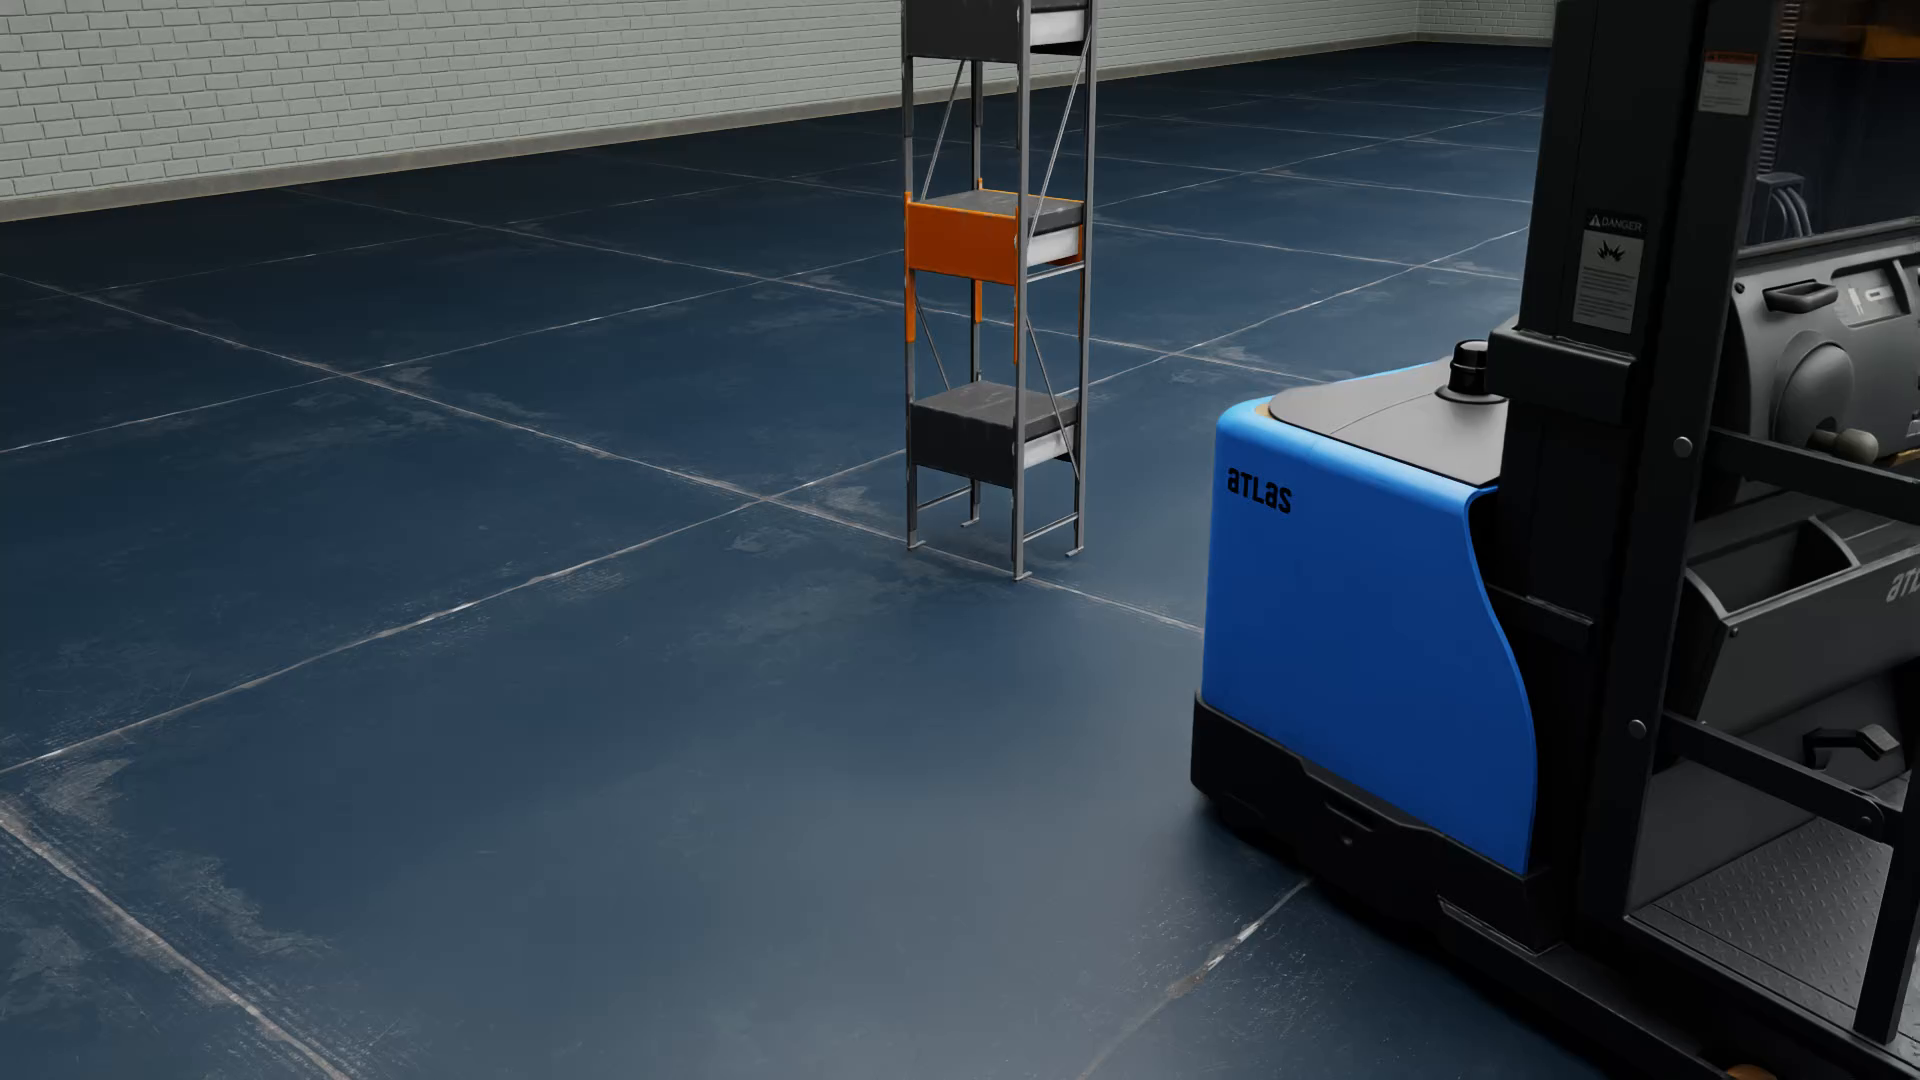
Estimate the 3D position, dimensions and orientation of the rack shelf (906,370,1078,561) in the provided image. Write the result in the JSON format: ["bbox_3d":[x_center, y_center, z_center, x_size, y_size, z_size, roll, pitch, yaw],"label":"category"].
[{"bbox_3d":[0.128,-0.278,5.952,0.480,0.518,0.431,16,26,36],"label":"rack shelf"}]

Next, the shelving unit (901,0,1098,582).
[{"bbox_3d":[0.128,-0.946,5.700,0.503,2.100,0.431,16,26,36],"label":"shelving unit"}]

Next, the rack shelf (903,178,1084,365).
[{"bbox_3d":[0.128,-0.933,5.705,0.480,0.518,0.431,16,26,36],"label":"rack shelf"}]

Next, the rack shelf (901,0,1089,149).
[{"bbox_3d":[0.128,-1.588,5.458,0.480,0.518,0.431,16,26,36],"label":"rack shelf"}]

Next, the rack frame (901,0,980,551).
[{"bbox_3d":[-0.061,-1.000,5.844,0.015,2.100,0.400,16,26,36],"label":"rack frame"}]

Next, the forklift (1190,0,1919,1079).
[{"bbox_3d":[1.841,-0.354,2.952,1.130,2.935,3.031,-13,25,-32],"label":"forklift"}]

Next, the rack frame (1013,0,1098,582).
[{"bbox_3d":[0.317,-0.891,5.555,0.015,2.100,0.400,16,26,36],"label":"rack frame"}]
